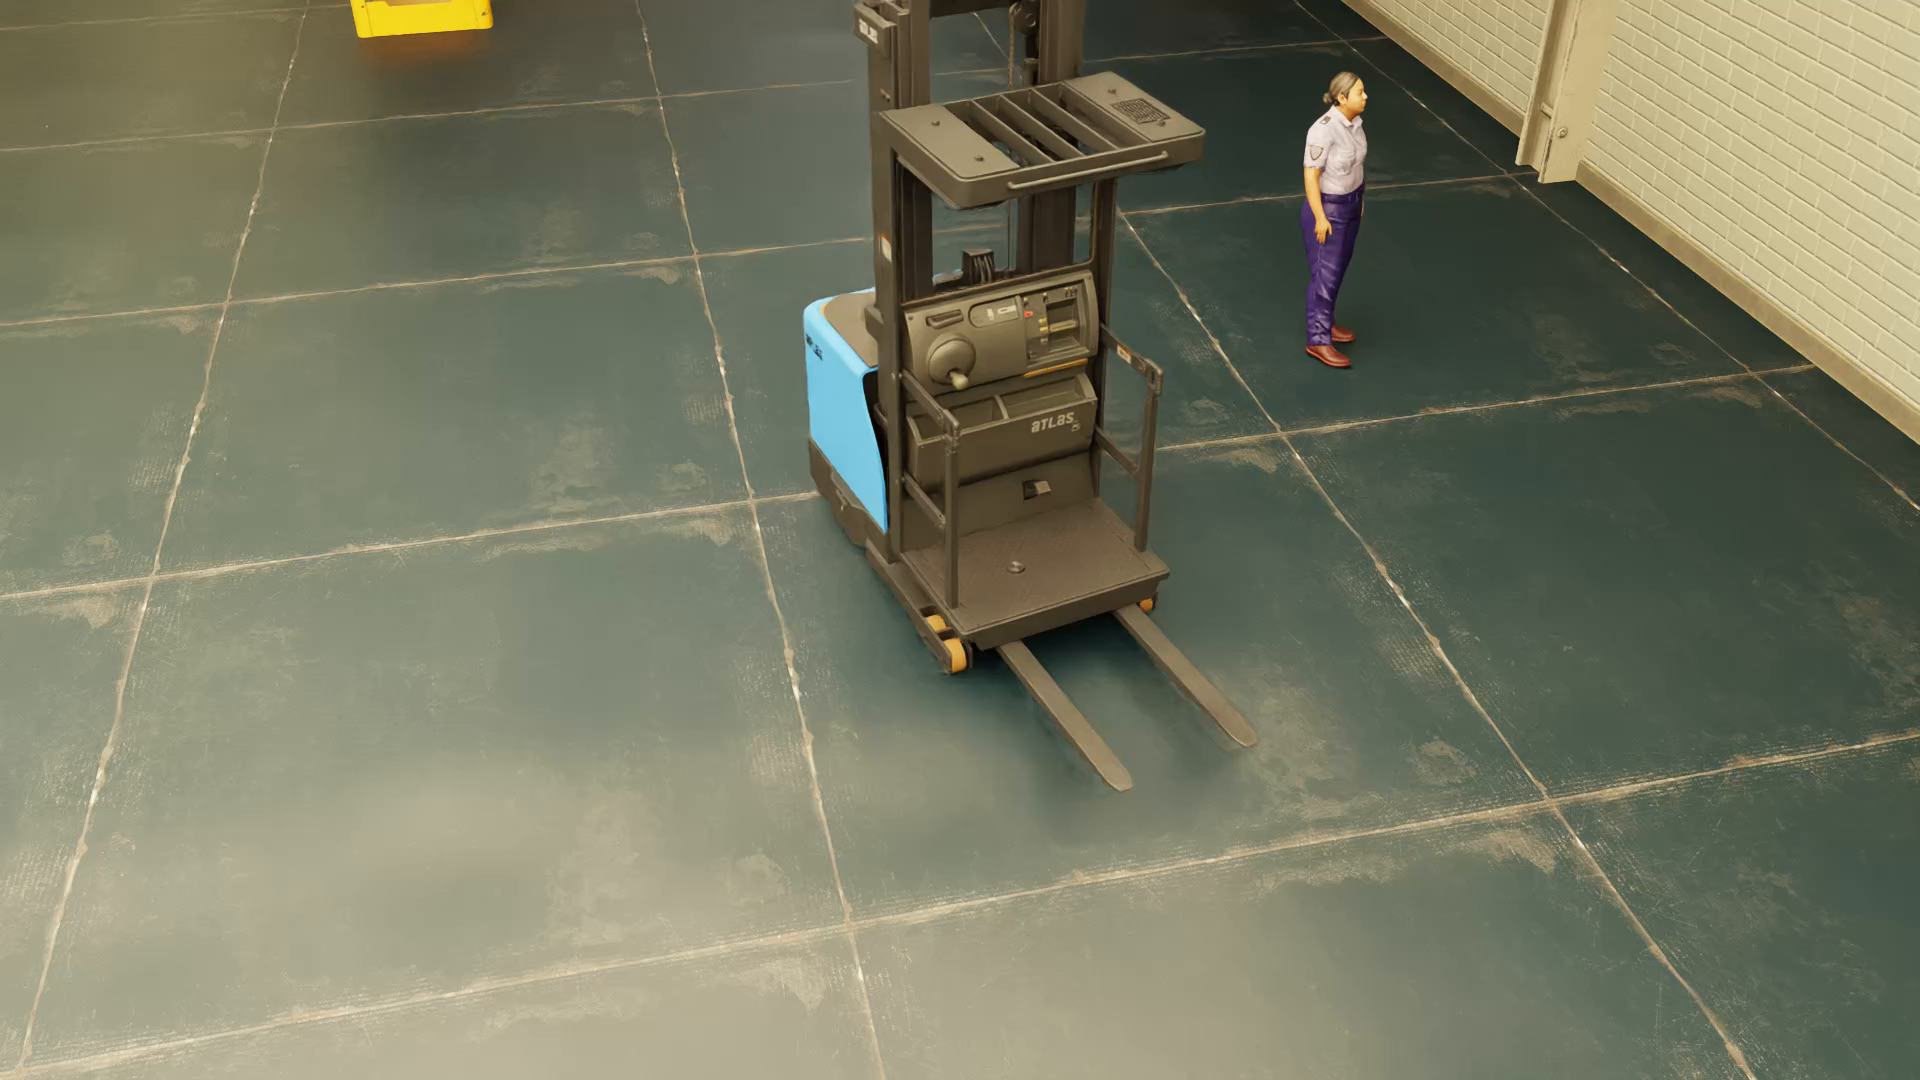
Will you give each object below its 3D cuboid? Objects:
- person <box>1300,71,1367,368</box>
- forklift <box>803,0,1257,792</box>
[{"bbox_3d":[2.274,-1.903,9.782,0.504,1.650,0.593,23,42,28],"label":"person"},{"bbox_3d":[0.291,-0.866,7.254,1.130,2.935,3.031,-16,39,-21],"label":"forklift"}]
